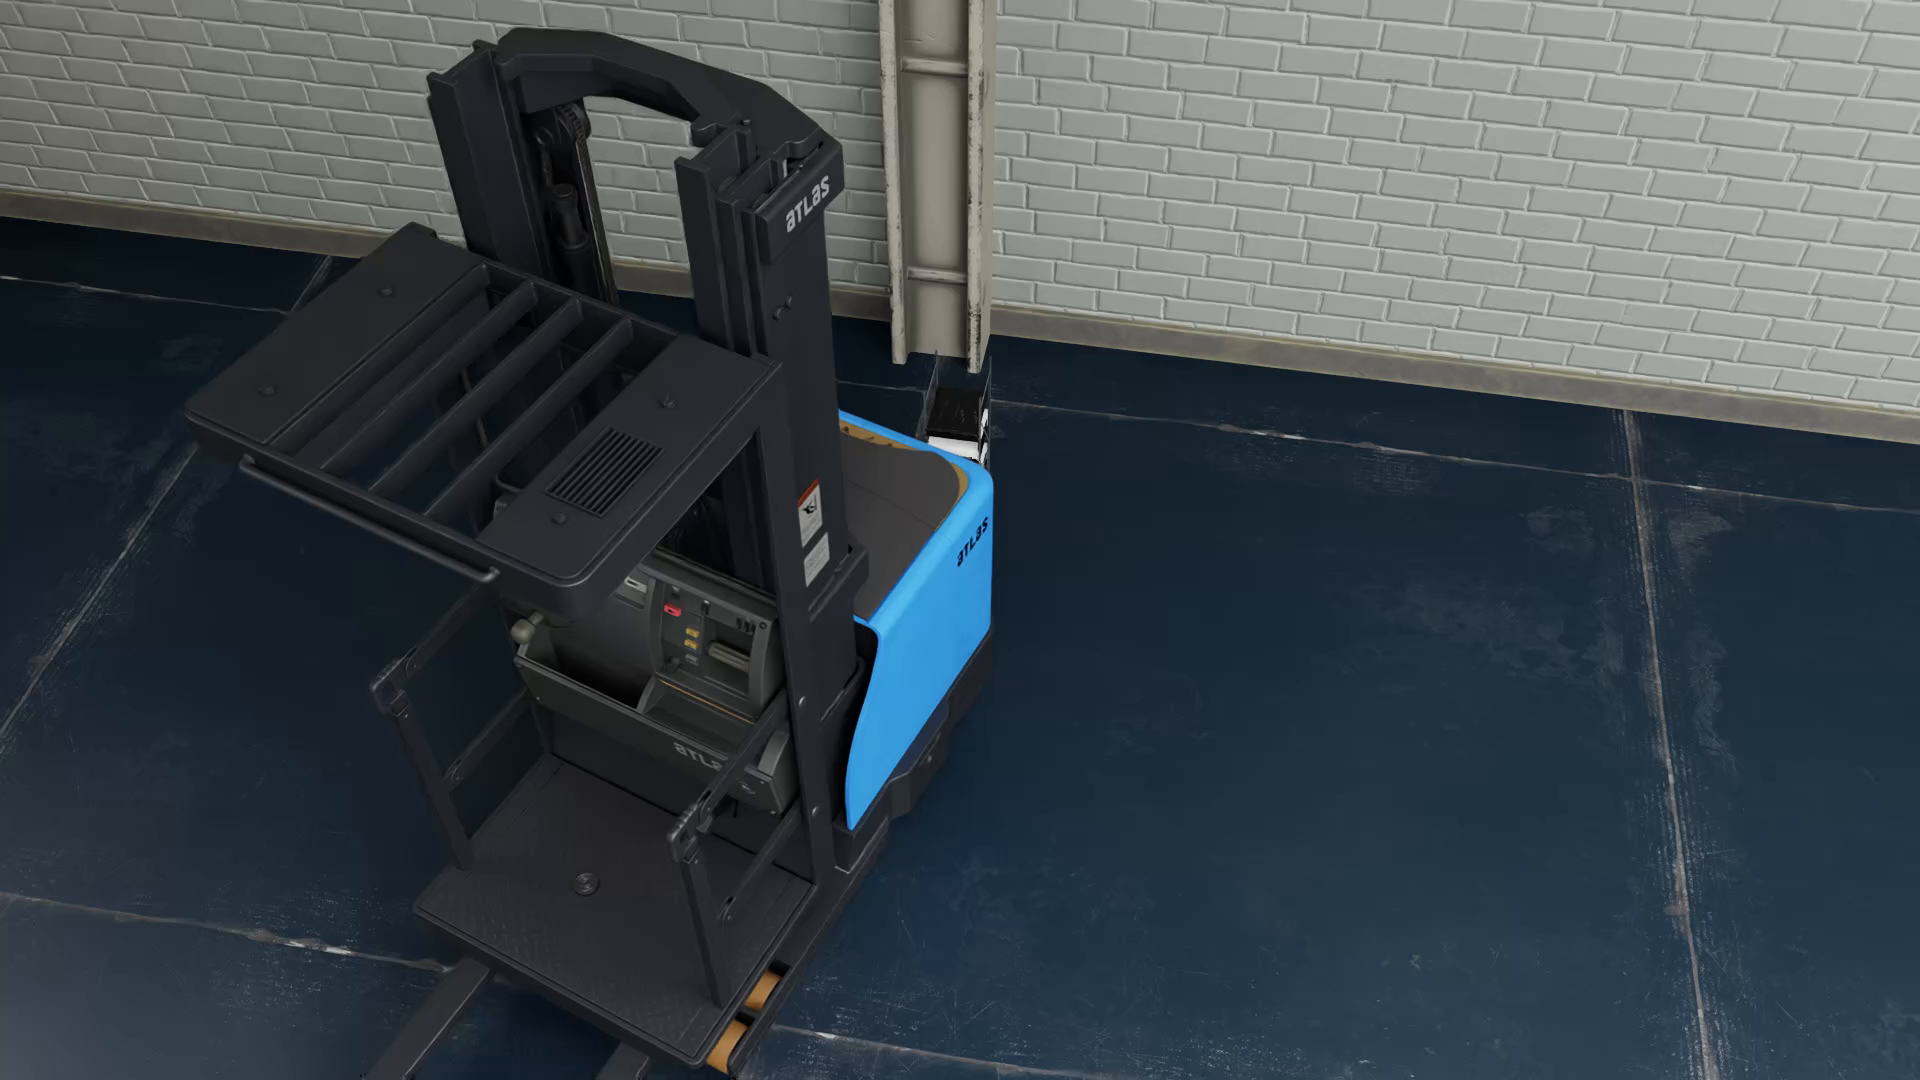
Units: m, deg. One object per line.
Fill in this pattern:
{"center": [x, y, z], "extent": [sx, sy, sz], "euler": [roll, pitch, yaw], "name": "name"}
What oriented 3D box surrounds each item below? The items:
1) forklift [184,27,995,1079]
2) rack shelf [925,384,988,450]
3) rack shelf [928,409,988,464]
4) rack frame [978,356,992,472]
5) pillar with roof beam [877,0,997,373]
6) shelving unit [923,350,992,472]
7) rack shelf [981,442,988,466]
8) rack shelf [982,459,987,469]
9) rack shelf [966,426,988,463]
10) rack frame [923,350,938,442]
{"center": [-1.020, 0.295, 4.486], "extent": [1.130, 2.935, 3.031], "euler": [22, 52, 19], "name": "forklift"}
{"center": [-0.008, -0.460, 6.212], "extent": [0.200, 0.077, 0.258], "euler": [8, 49, 7], "name": "rack shelf"}
{"center": [-0.008, -0.400, 6.279], "extent": [0.200, 0.077, 0.258], "euler": [8, 49, 7], "name": "rack shelf"}
{"center": [0.092, -0.288, 6.376], "extent": [0.006, 0.900, 0.240], "euler": [8, 49, 7], "name": "rack frame"}
{"center": [-0.847, -0.735, 1.333], "extent": [0.400, 9.000, 9.100], "euler": [8, 49, 7], "name": "pillar with roof beam"}
{"center": [-0.008, -0.302, 6.388], "extent": [0.210, 0.900, 0.258], "euler": [8, 49, 7], "name": "shelving unit"}
{"center": [-0.008, -0.280, 6.413], "extent": [0.200, 0.077, 0.258], "euler": [8, 49, 7], "name": "rack shelf"}
{"center": [-0.008, -0.219, 6.480], "extent": [0.200, 0.077, 0.258], "euler": [8, 49, 7], "name": "rack shelf"}
{"center": [-0.008, -0.340, 6.346], "extent": [0.200, 0.077, 0.258], "euler": [8, 49, 7], "name": "rack shelf"}
{"center": [-0.108, -0.315, 6.400], "extent": [0.006, 0.900, 0.240], "euler": [8, 49, 7], "name": "rack frame"}
